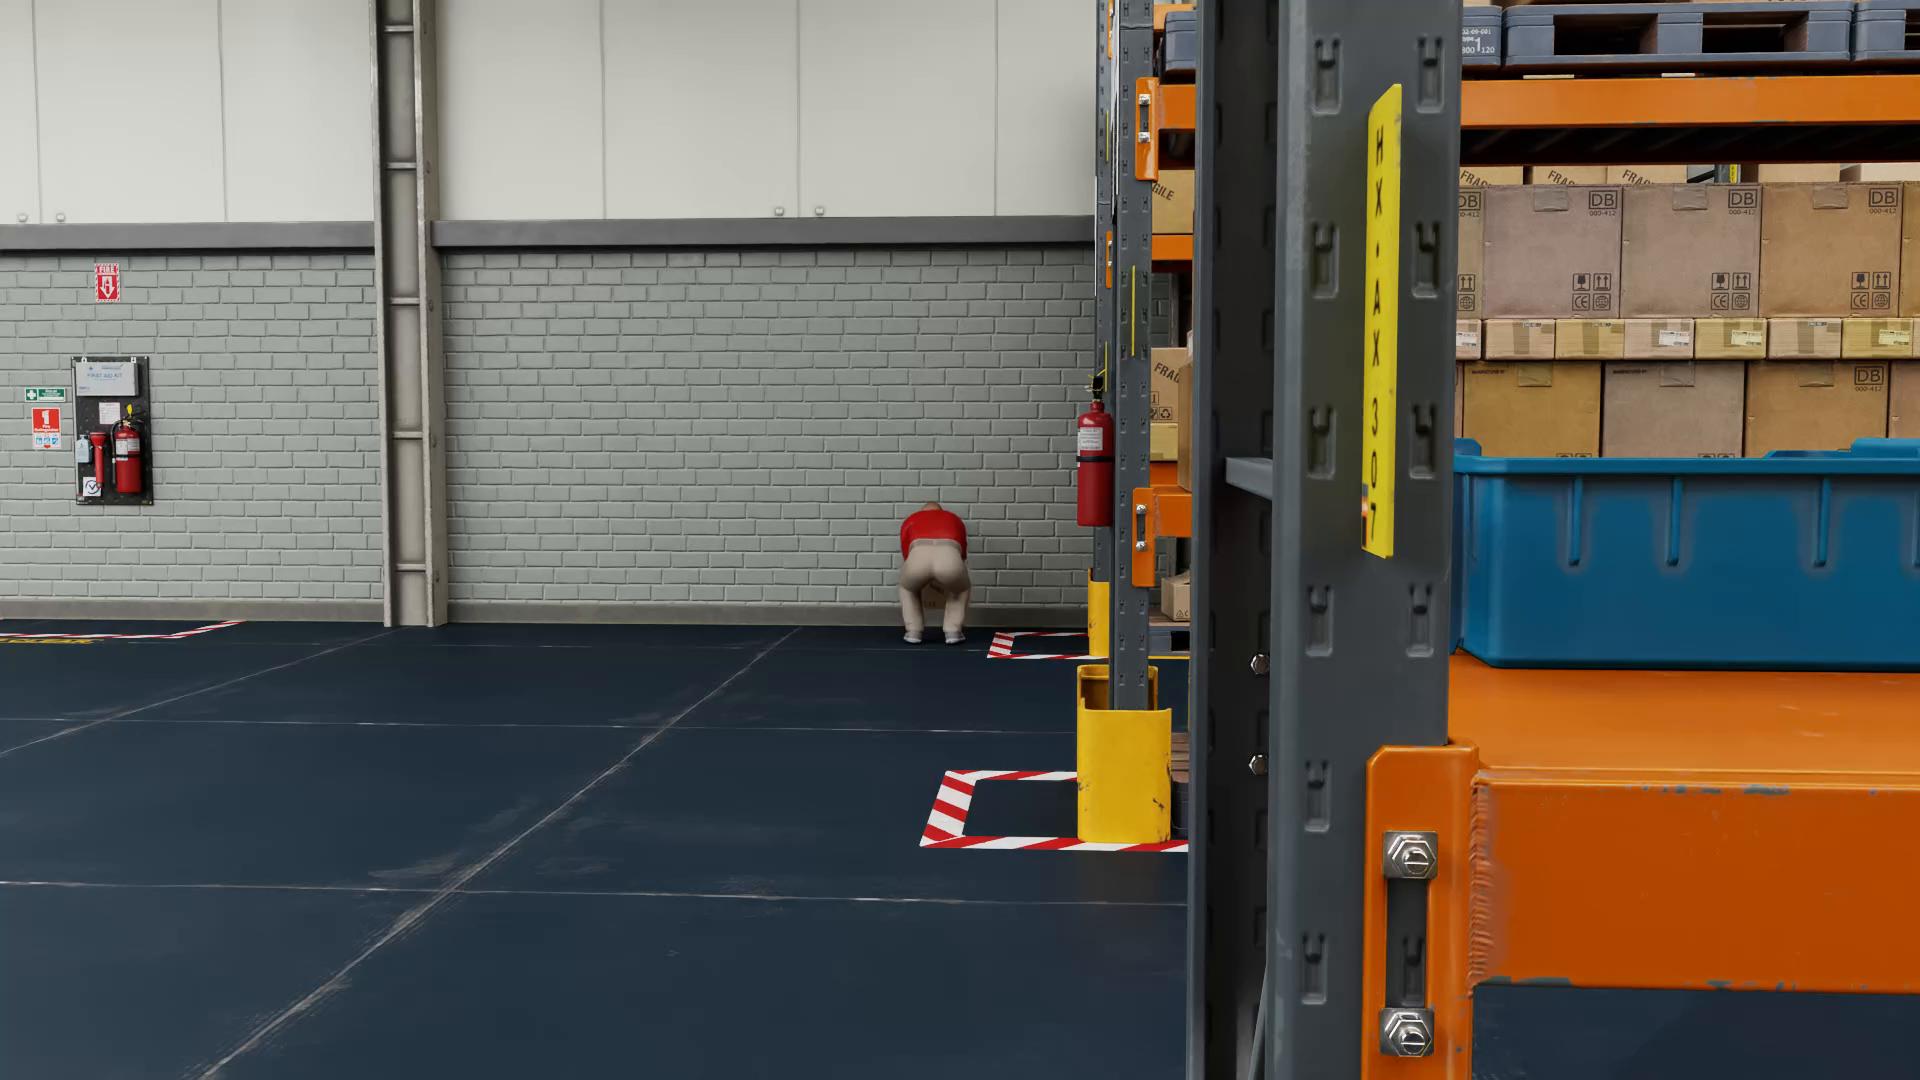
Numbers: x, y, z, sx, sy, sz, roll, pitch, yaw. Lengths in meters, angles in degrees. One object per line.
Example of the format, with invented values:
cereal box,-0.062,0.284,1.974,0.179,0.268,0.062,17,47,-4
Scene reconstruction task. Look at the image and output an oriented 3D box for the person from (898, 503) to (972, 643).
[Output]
person,-0.183,0.237,11.986,0.537,0.979,0.904,0,4,2
